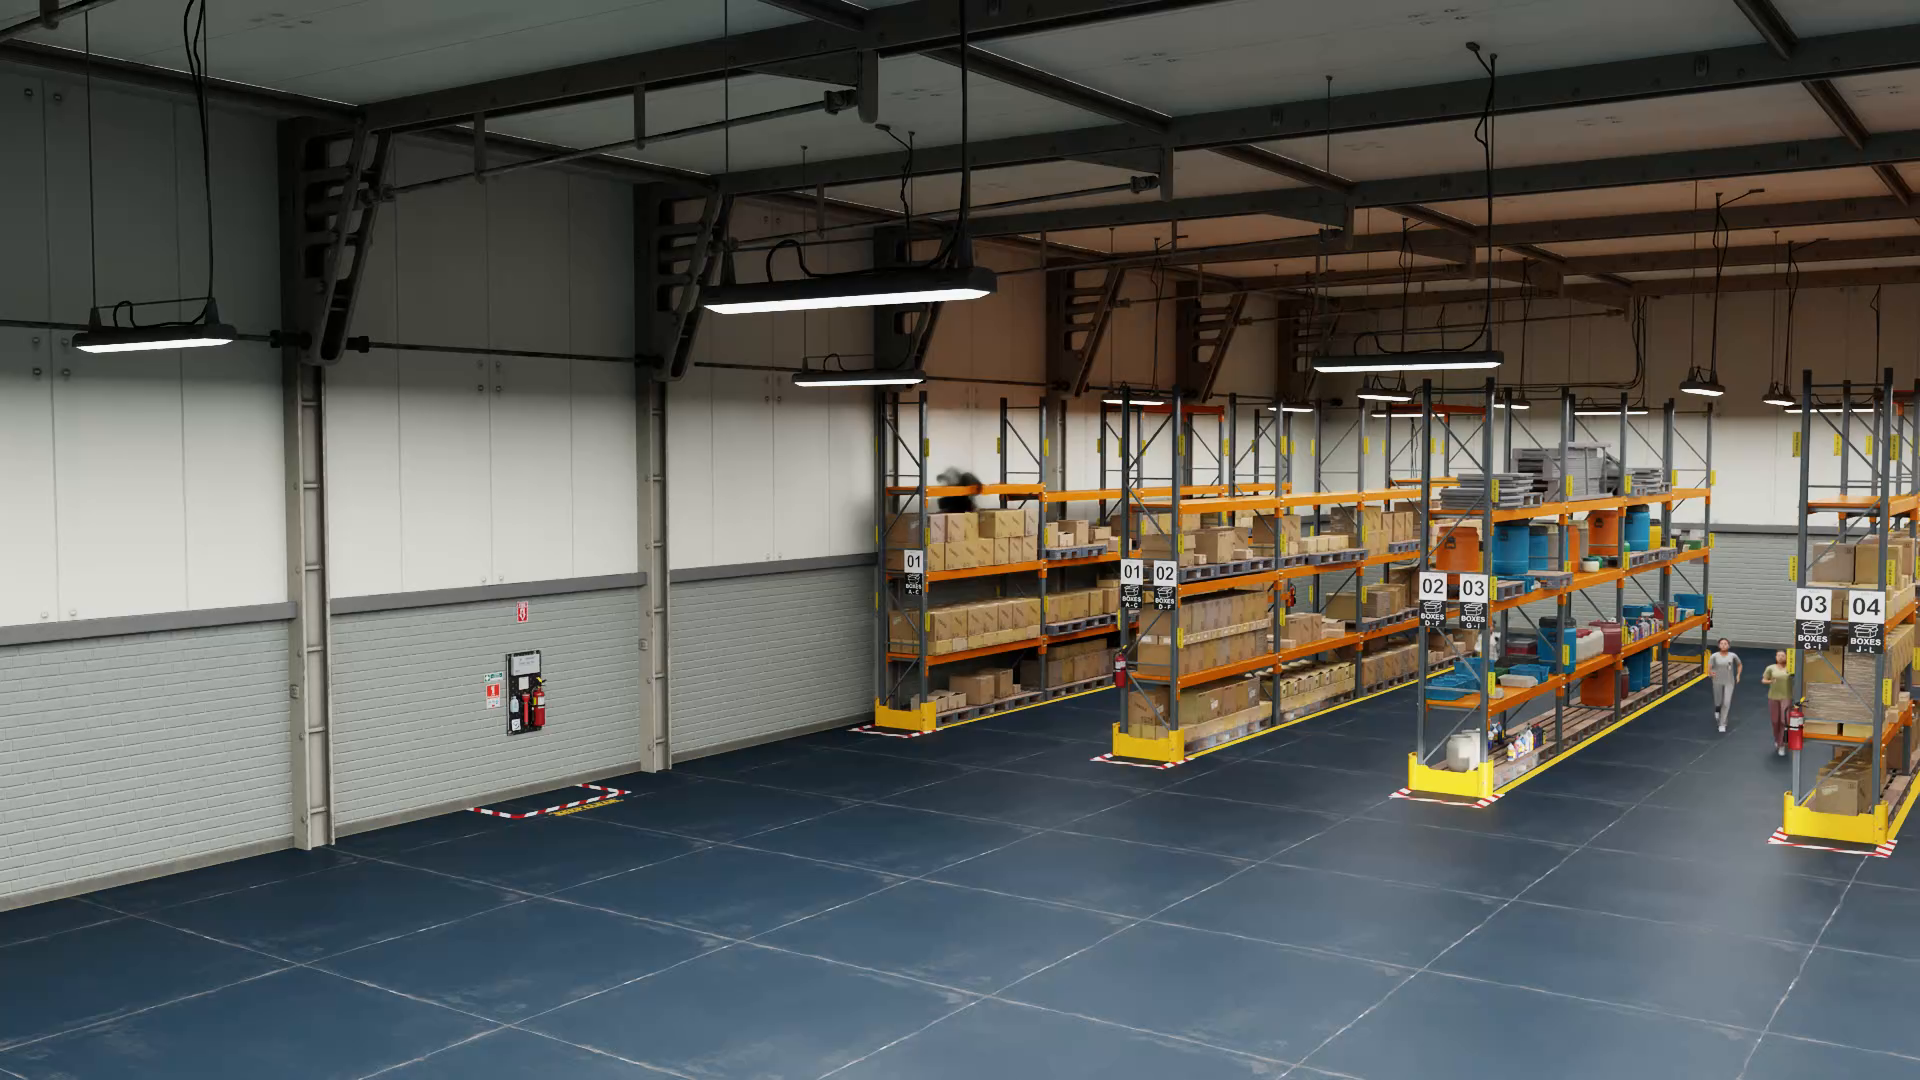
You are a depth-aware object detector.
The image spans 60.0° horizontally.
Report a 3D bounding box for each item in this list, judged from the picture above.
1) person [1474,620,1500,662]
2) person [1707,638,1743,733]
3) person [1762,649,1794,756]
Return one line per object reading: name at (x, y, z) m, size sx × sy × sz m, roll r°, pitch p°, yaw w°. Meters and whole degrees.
person at (10.260, 2.367, 32.173) m, size 0.562 × 1.719 × 0.857 m, roll 2°, pitch 4°, yaw 33°
person at (13.547, 2.551, 29.473) m, size 0.583 × 1.635 × 0.894 m, roll 1°, pitch 3°, yaw 23°
person at (13.464, 2.641, 27.299) m, size 0.562 × 1.714 × 0.728 m, roll 2°, pitch 4°, yaw 33°
